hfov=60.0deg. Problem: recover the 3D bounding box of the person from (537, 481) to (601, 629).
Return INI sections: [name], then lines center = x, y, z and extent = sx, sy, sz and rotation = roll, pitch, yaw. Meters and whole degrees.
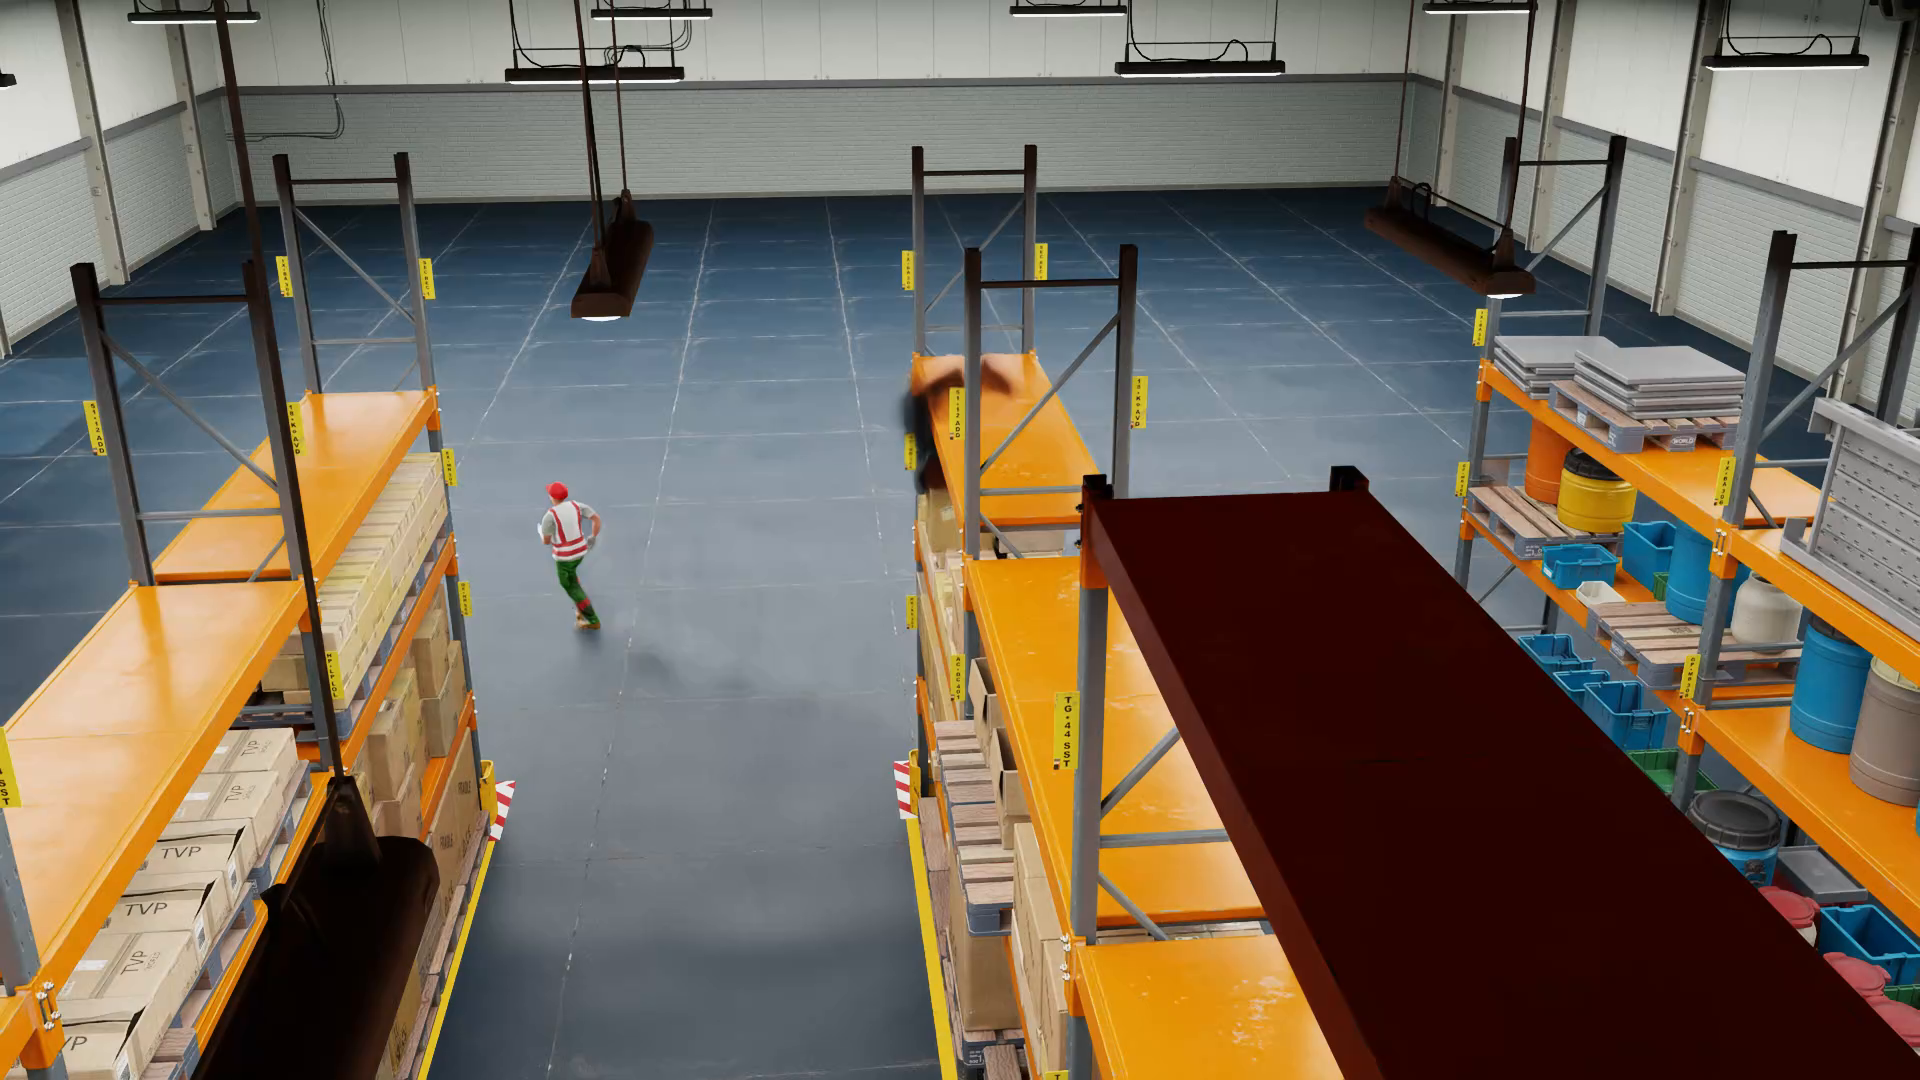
[person]
center = -4.430, 0.166, 18.813
extent = 0.735, 1.751, 0.647
rotation = 14, 26, 32
